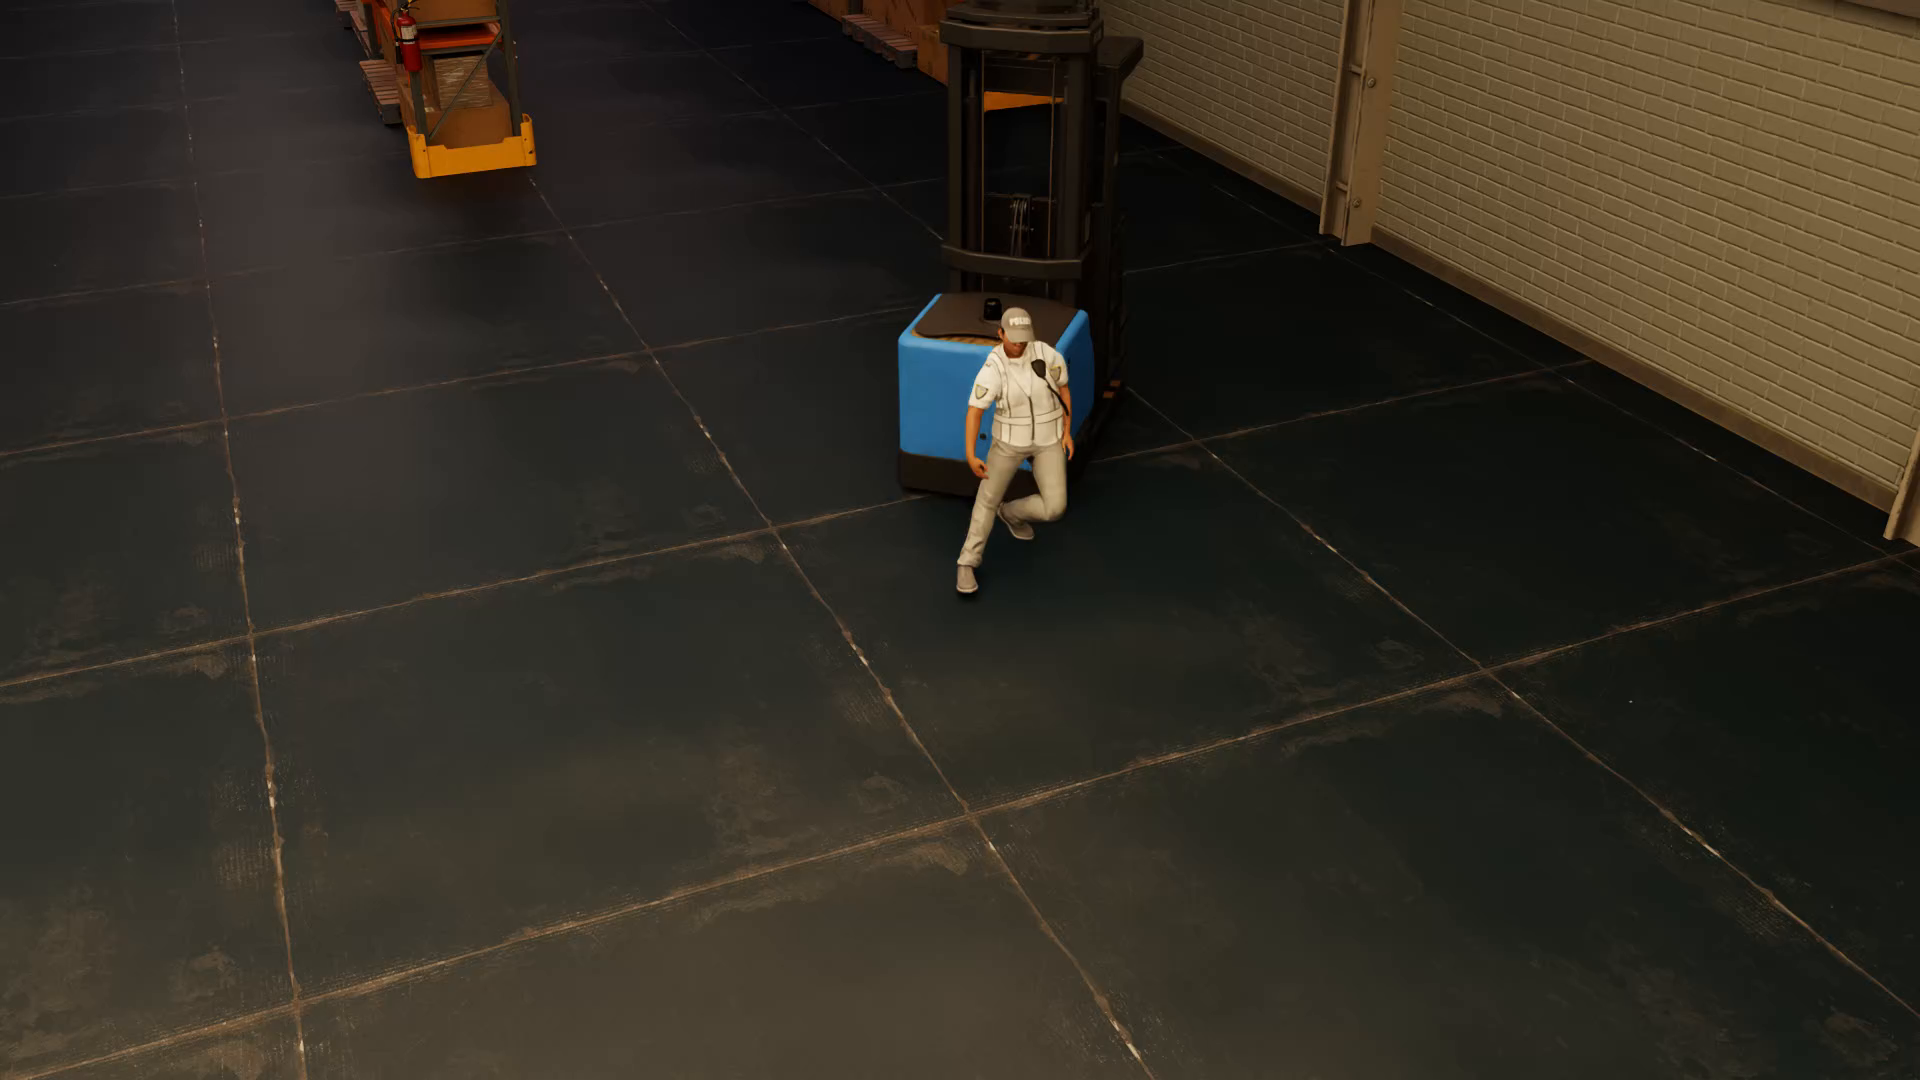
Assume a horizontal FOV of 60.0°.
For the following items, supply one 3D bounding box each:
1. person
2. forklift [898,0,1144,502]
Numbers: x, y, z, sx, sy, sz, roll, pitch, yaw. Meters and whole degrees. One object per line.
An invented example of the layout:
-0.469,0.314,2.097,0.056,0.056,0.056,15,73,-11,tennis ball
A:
0.309,-0.507,9.367,0.700,1.549,0.693,-2,30,-4,person
0.534,-2.196,10.960,1.130,2.935,3.031,9,31,15,forklift
